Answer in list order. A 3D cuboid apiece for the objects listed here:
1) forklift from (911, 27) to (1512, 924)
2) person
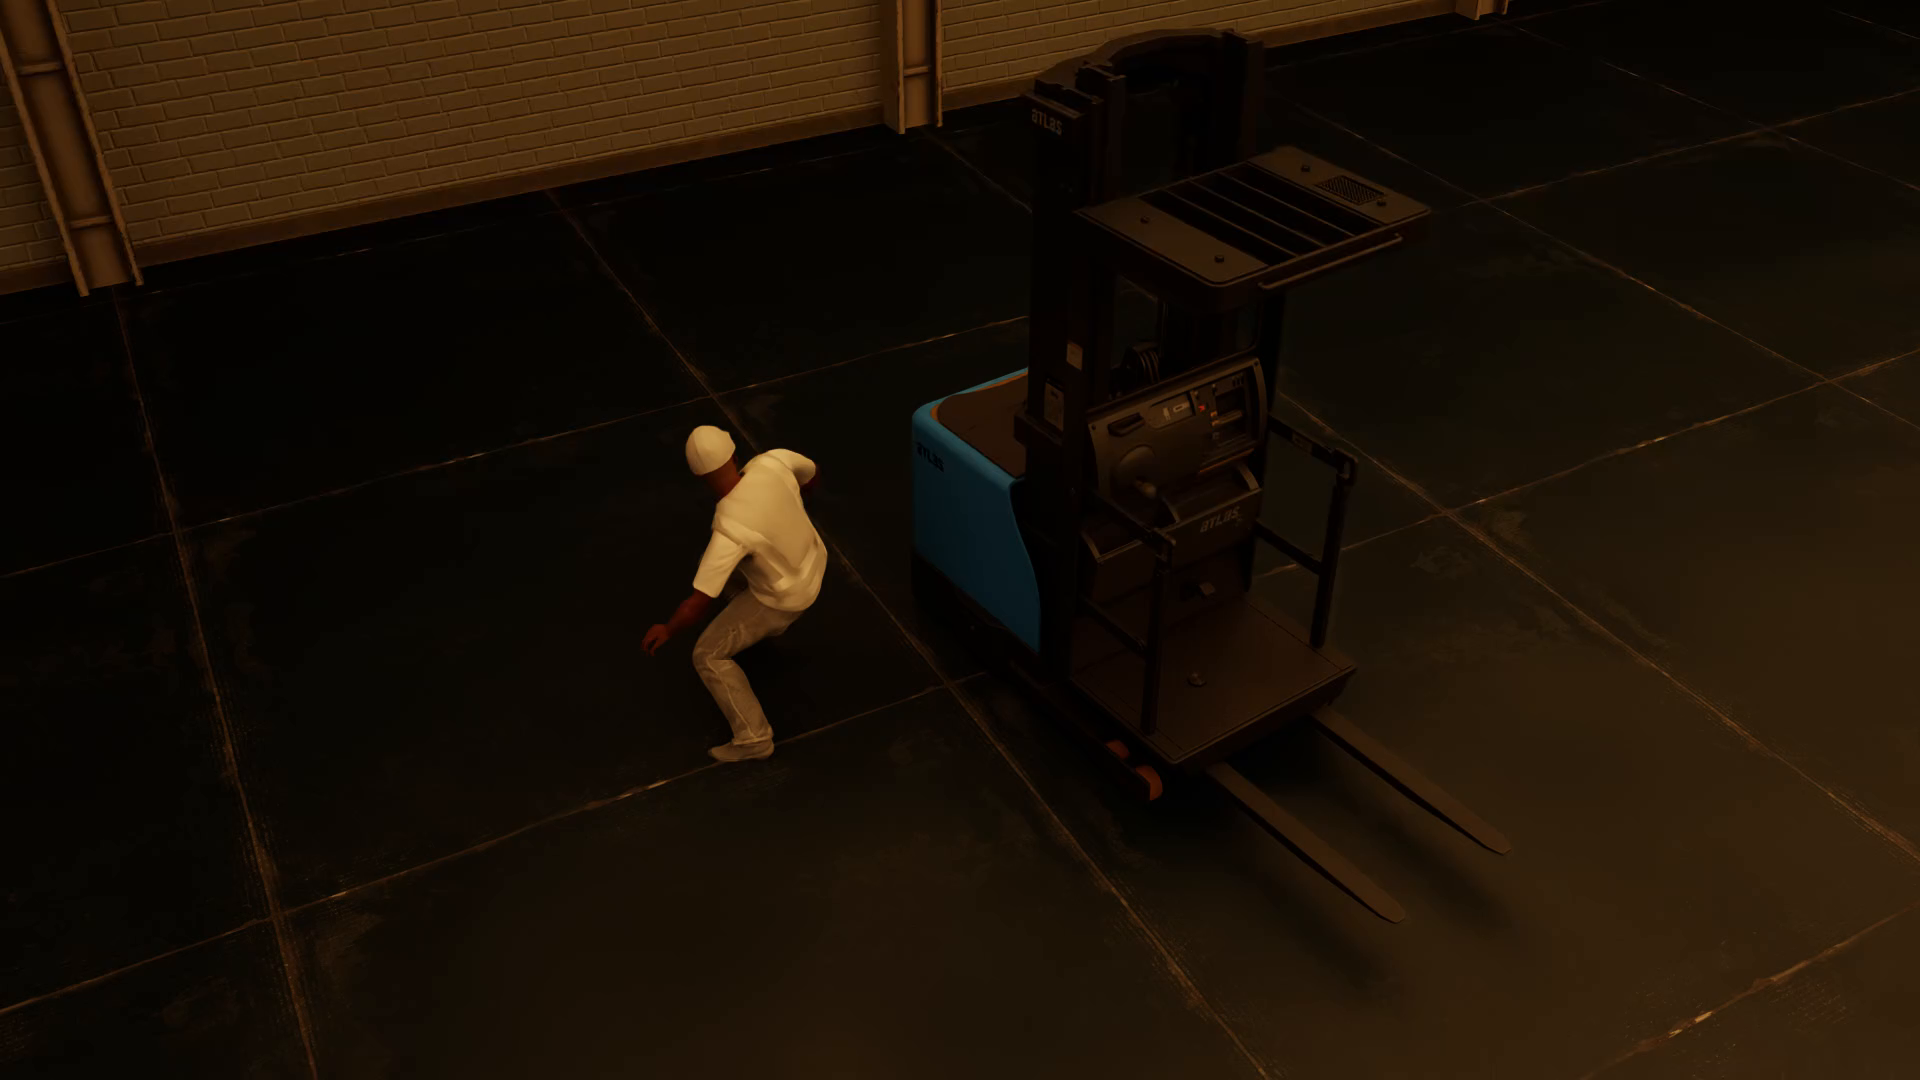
[{"bbox_3d":[1.026,-0.397,6.685,1.130,2.935,3.031,-22,41,-28],"label":"forklift"},{"bbox_3d":[-0.950,0.147,7.199,0.682,1.527,0.836,8,36,11],"label":"person"}]
